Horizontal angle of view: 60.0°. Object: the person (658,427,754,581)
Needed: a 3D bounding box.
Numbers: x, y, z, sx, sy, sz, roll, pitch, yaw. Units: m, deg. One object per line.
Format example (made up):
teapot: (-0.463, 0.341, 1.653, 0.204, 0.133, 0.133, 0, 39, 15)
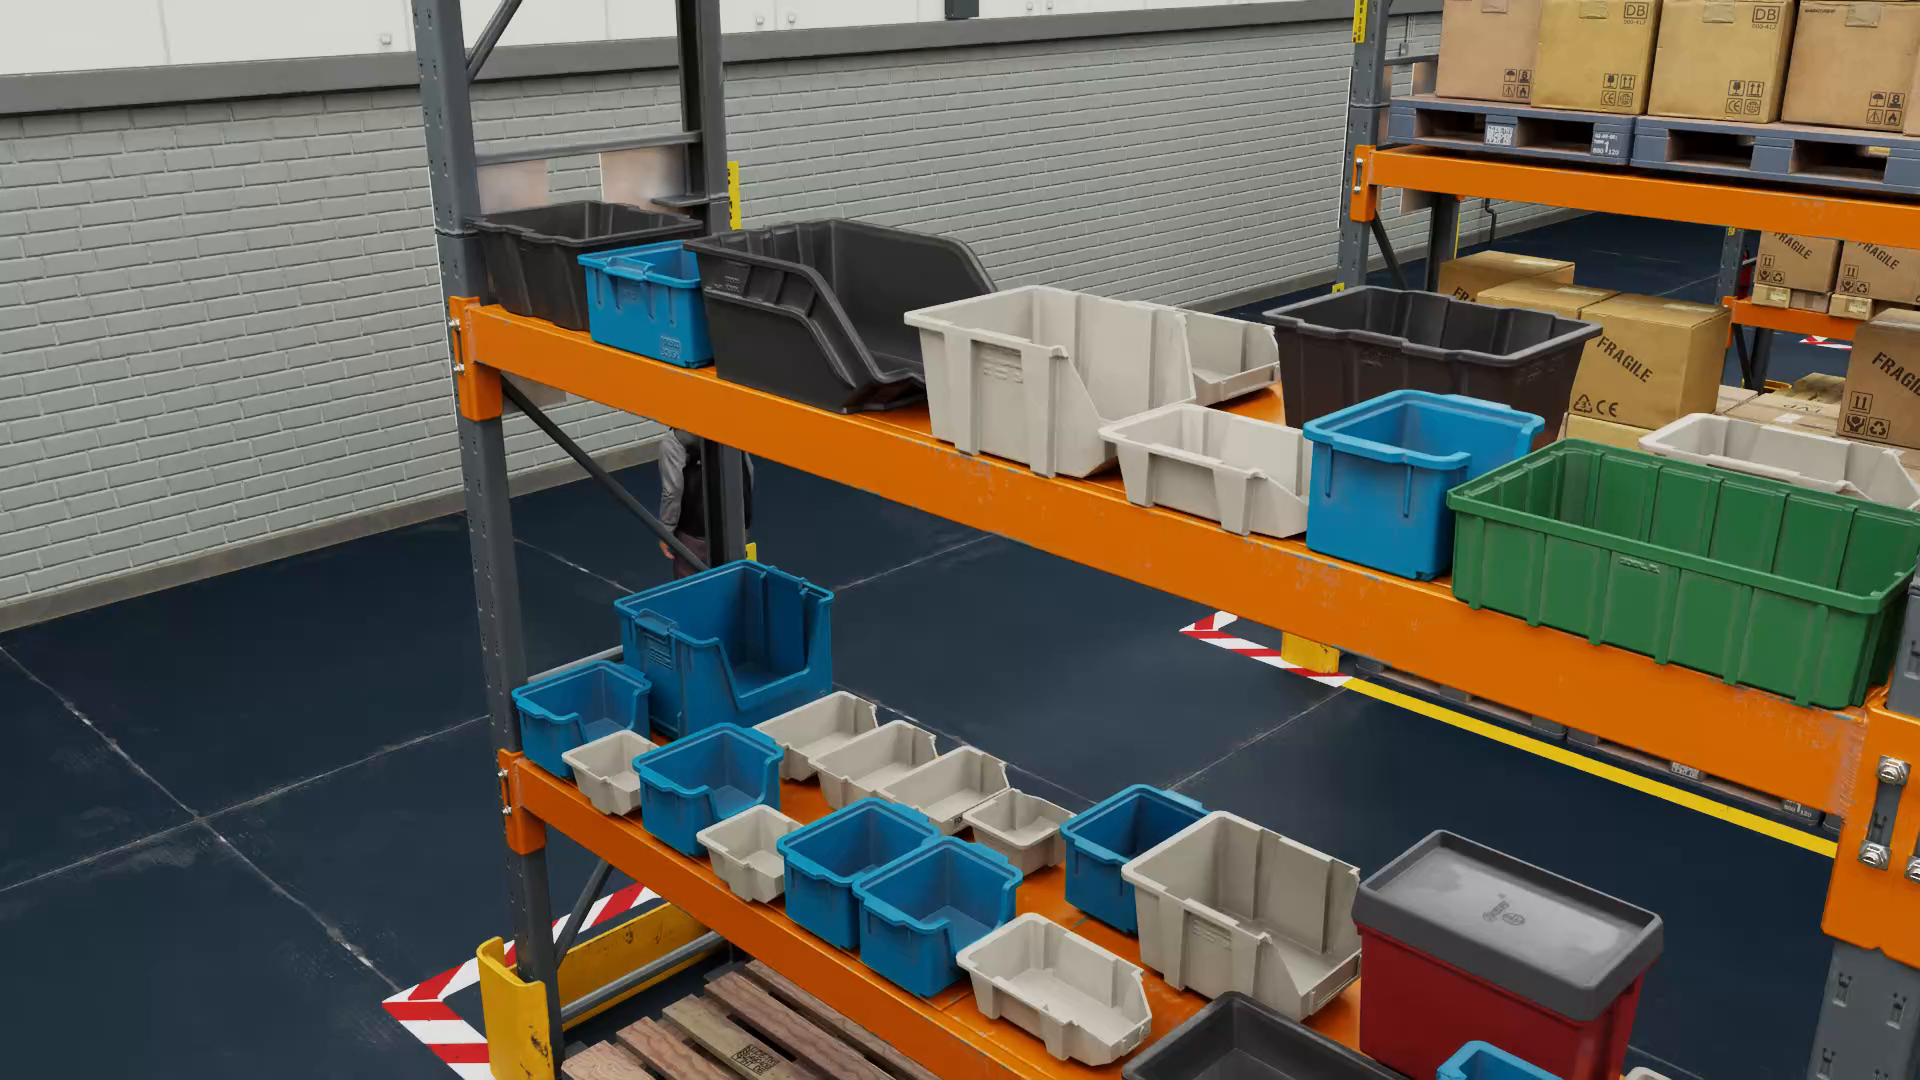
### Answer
person: (-1.323, -0.066, 8.792, 0.414, 1.719, 0.580, 19, 27, 41)
